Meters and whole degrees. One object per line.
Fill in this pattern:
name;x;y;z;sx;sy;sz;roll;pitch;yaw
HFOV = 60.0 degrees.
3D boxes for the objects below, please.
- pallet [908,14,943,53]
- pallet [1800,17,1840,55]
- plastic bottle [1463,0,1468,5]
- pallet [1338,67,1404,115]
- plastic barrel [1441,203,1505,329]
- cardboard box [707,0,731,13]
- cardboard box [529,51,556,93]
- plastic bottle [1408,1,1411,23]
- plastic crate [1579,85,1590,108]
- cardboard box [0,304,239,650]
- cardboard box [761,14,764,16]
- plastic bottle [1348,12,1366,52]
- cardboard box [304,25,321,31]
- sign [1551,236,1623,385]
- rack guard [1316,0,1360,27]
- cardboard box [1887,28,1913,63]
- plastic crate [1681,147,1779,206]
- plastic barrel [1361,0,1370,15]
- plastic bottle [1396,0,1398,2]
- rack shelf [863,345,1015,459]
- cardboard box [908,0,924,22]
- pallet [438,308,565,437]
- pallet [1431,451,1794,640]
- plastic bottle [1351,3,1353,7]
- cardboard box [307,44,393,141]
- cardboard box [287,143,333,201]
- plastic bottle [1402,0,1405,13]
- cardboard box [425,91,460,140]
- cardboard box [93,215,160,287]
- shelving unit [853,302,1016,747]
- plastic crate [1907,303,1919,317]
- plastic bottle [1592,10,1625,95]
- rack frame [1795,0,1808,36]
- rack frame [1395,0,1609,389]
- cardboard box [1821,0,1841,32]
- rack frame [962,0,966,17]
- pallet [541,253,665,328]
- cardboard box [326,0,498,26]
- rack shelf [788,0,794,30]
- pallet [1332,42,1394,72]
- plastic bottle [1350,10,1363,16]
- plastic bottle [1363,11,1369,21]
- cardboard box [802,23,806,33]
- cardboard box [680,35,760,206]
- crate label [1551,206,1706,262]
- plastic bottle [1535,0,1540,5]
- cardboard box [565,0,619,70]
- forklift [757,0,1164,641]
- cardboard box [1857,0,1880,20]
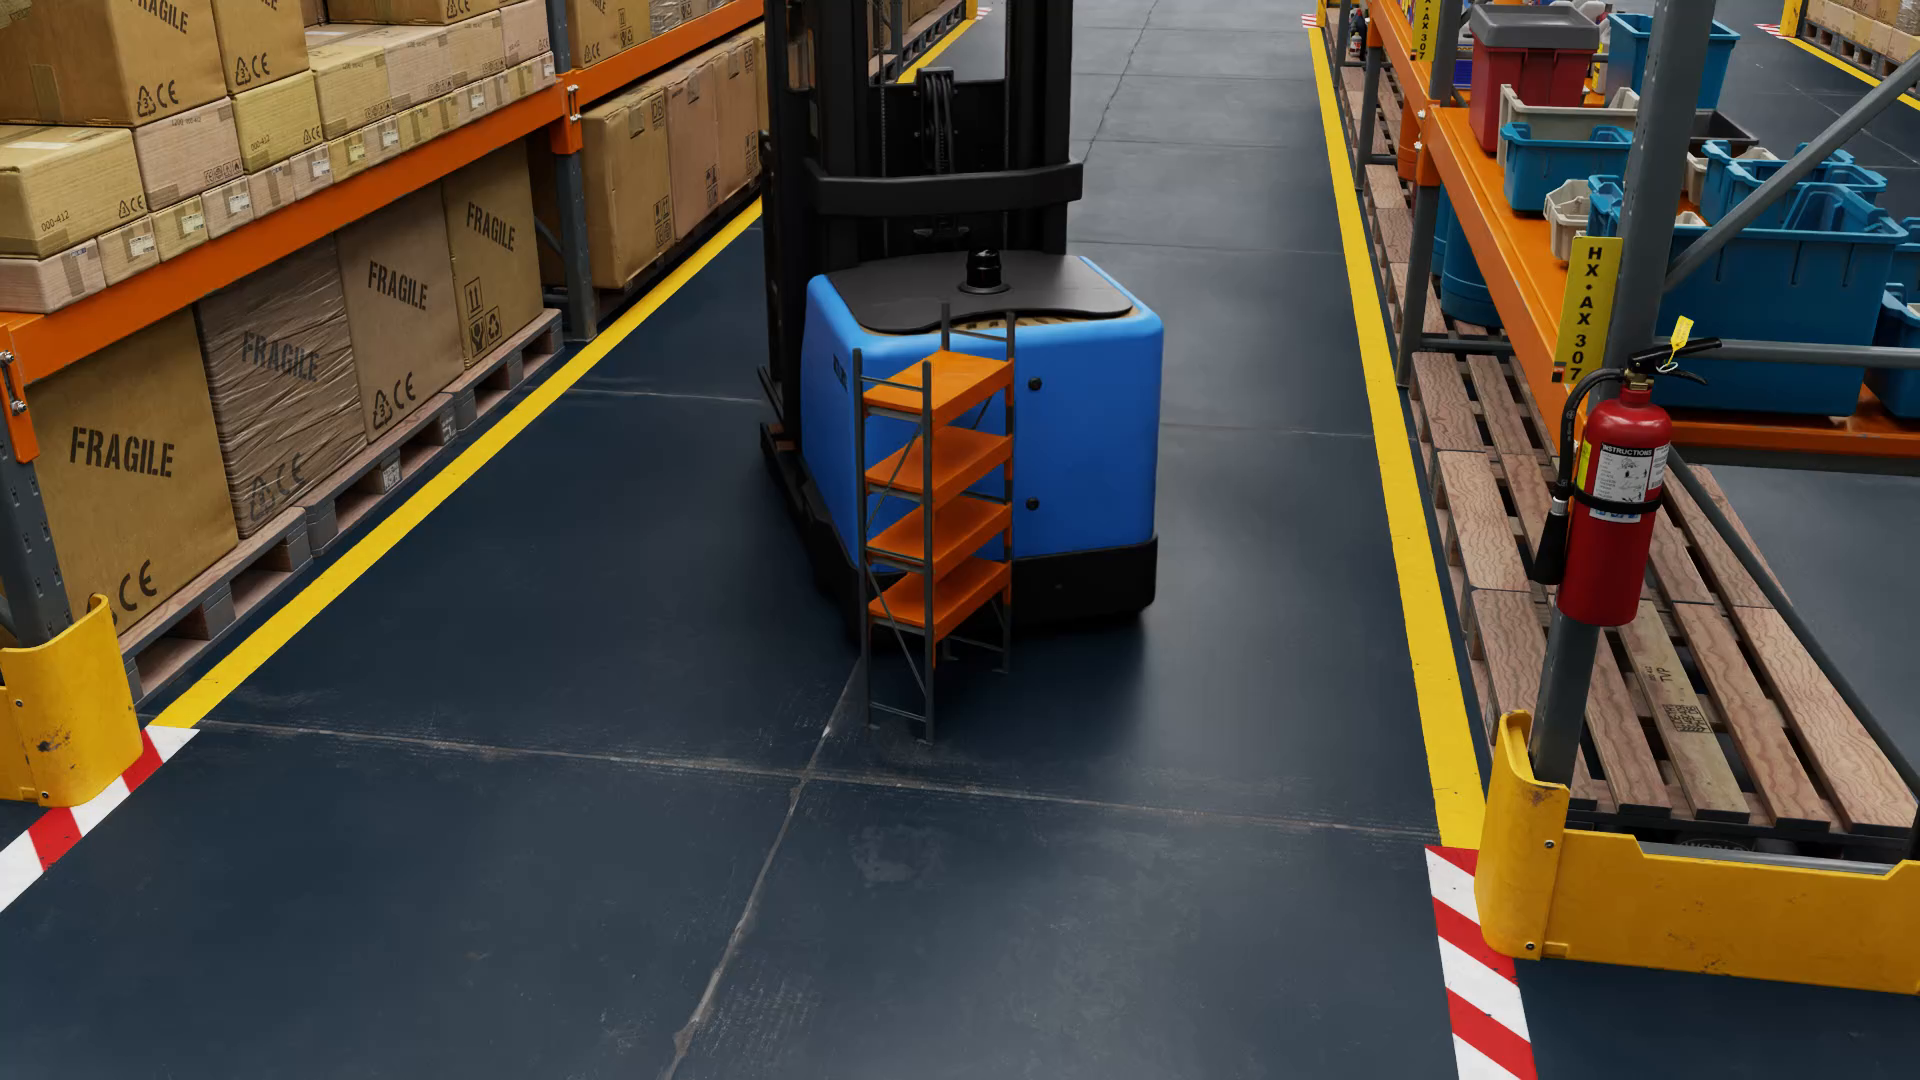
pallet;-0.766;-5.278;17.276;1.003;0.211;1.213;4;25;9
pallet;9.305;-5.145;16.992;1.003;0.211;1.213;4;25;9
plastic bottle;2.615;-2.702;8.635;0.097;0.271;0.097;0;25;0
pallet;3.758;-3.808;14.137;1.003;0.211;1.213;4;25;9
plastic barrel;2.647;-1.523;7.945;0.600;0.901;0.708;4;25;9
cardboard box;-1.697;-3.469;10.004;0.500;0.500;0.500;3;25;7
cardboard box;-2.072;-2.136;7.571;0.380;0.149;0.250;4;25;9
plastic bottle;2.608;-3.079;9.442;0.097;0.271;0.097;0;25;0
plastic crate;2.324;-1.779;6.754;0.396;0.136;0.243;4;25;9
cardboard box;-2.973;-0.228;5.209;0.875;0.875;0.875;4;25;9
cardboard box;-1.612;-3.762;12.293;0.500;0.250;0.500;5;26;11
plastic bottle;3.669;-4.691;15.340;0.144;0.351;0.185;3;25;7
cardboard box;-2.846;-1.863;6.519;0.500;0.250;0.500;5;25;10
sign;1.342;-0.489;3.563;0.100;0.325;0.005;4;25;9
rack guard;4.536;-5.908;18.282;1.175;0.500;0.348;4;25;9
cardboard box;8.686;-4.420;14.903;0.500;0.250;0.500;4;25;9
plastic crate;2.553;-1.215;5.548;0.293;0.136;0.466;4;25;9
plastic barrel;4.388;-5.649;17.218;0.421;0.512;0.421;0;25;0
plastic bottle;2.759;-3.466;10.268;0.097;0.271;0.097;0;25;0
rack shelf;-0.066;-0.402;4.767;0.258;0.148;0.480;13;28;26
cardboard box;-0.688;-5.704;17.350;0.500;0.500;0.500;6;26;13
pallet;-2.547;-0.824;7.762;1.003;0.211;1.213;4;25;9
pallet;2.262;0.028;5.940;1.003;0.211;1.213;4;25;9
plastic bottle;3.898;-5.302;16.739;0.097;0.271;0.097;0;25;0
cardboard box;-2.410;-1.622;6.003;0.500;0.250;0.500;4;25;7
cardboard box;-2.408;-1.276;5.735;0.380;0.149;0.250;4;25;8
plastic bottle;2.663;-3.272;9.839;0.061;0.283;0.133;4;25;9
cardboard box;-2.240;-1.705;6.651;0.380;0.149;0.250;4;25;10
cardboard box;-2.575;-0.846;4.815;0.380;0.149;0.250;4;25;8
shelving unit;-0.066;-0.046;4.933;0.258;1.200;0.503;13;28;26
plastic crate;2.387;-0.500;4.021;0.250;0.136;0.298;4;25;9
plastic bottle;2.925;-2.176;7.418;0.144;0.351;0.185;4;25;9
rack frame;9.388;-6.731;17.091;1.000;3.000;0.127;4;25;9
rack frame;2.541;-2.056;7.105;1.000;3.000;0.127;4;25;9
cardboard box;9.003;-5.257;16.691;0.500;0.250;0.500;4;25;9
rack frame;-0.384;-7.418;18.560;1.000;3.000;0.127;4;25;9
pallet;-2.294;-1.465;9.130;1.003;0.211;1.213;4;25;9
cardboard box;-2.243;-2.386;6.751;0.500;0.500;0.500;4;25;9
rack shelf;-1.365;-4.583;13.352;1.077;0.370;4.000;4;25;9
pallet;3.999;-4.417;15.438;1.003;0.211;1.213;4;25;9
plastic bottle;3.784;-4.940;15.960;0.152;0.276;0.135;4;25;9
plastic bottle;3.859;-4.880;15.822;0.061;0.283;0.133;4;25;9
cardboard box;-1.438;-3.892;13.456;0.700;0.500;0.500;6;26;13
cardboard box;-1.978;-2.641;10.365;1.225;0.875;0.875;4;25;9
crate label;1.925;-0.883;4.839;0.396;0.136;0.243;4;25;9
plastic bottle;3.190;-2.932;9.114;0.061;0.283;0.133;4;25;9
cardboard box;-2.023;-2.620;8.191;0.500;0.500;0.500;4;25;9
forklift;-0.207;-1.602;6.215;1.130;2.935;3.031;-6;26;-13
cardboard box;8.833;-5.179;15.640;0.500;0.500;0.500;4;25;9
